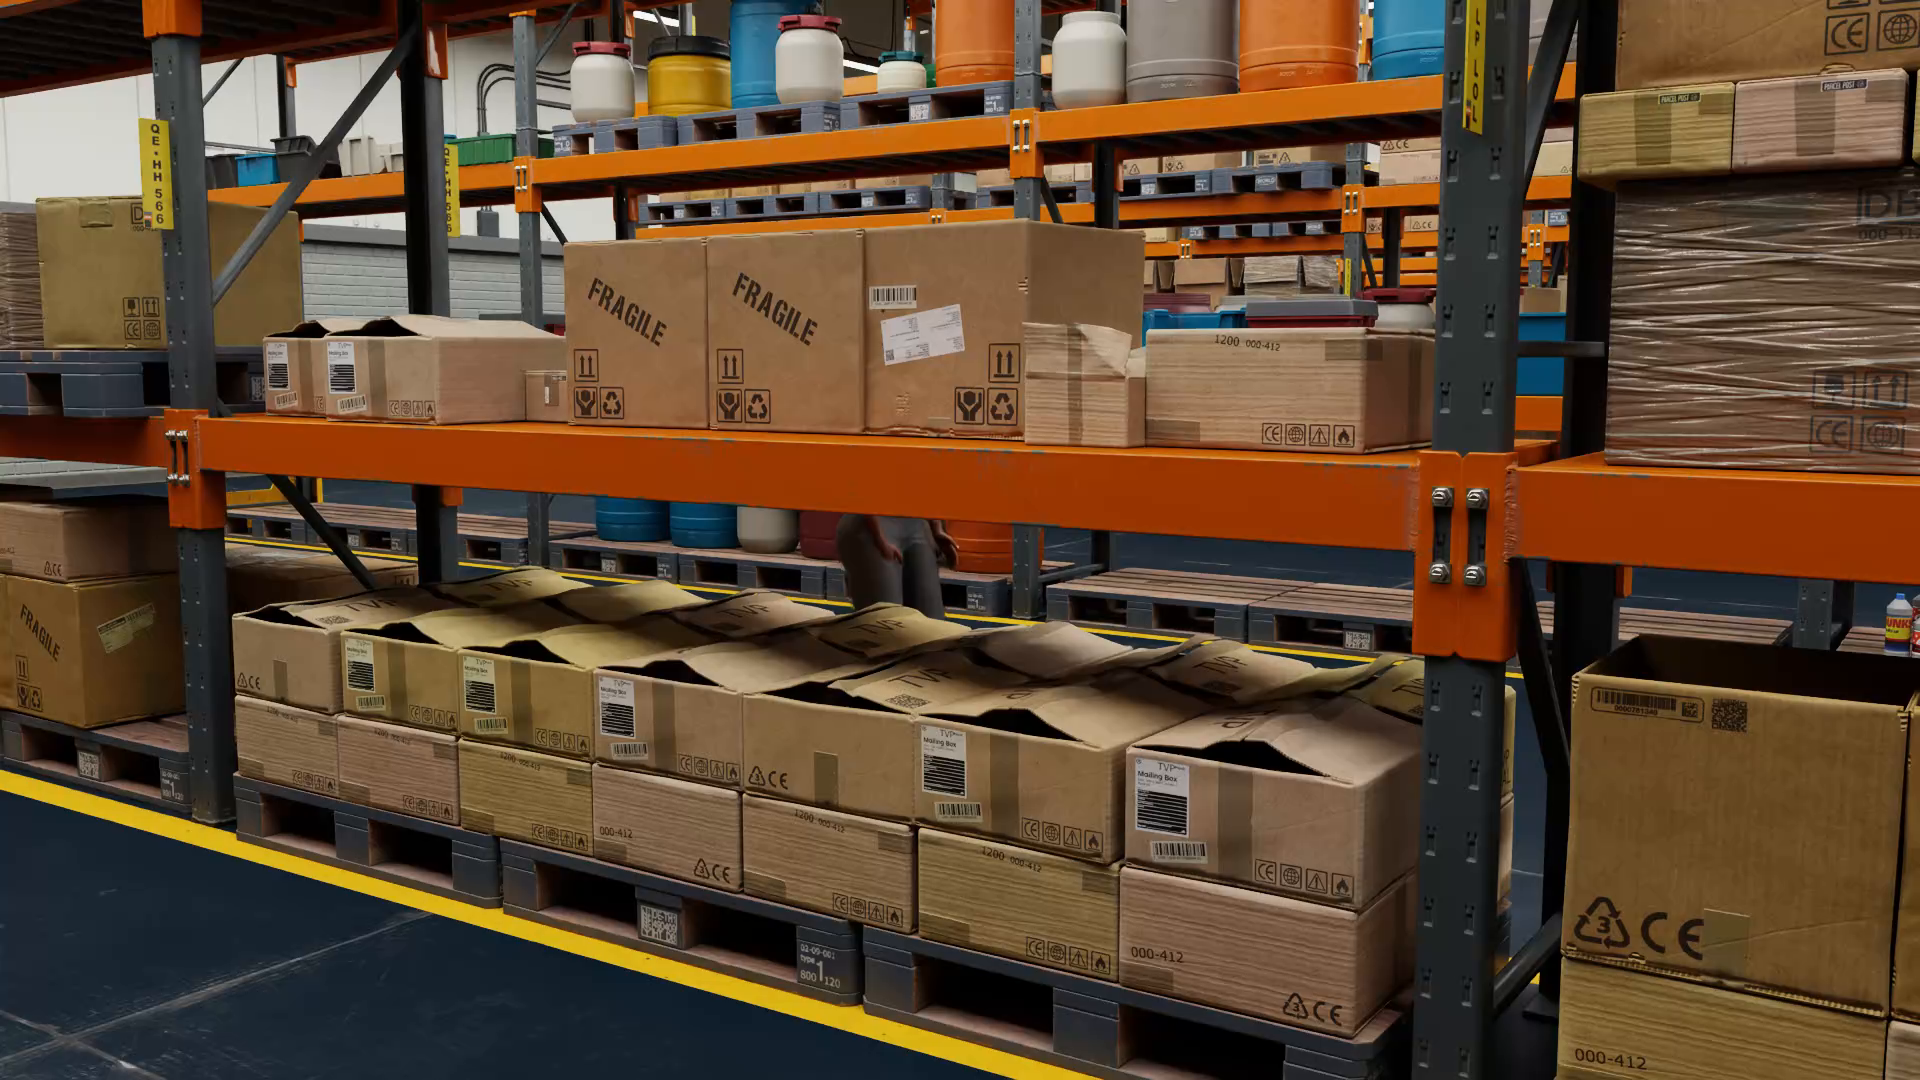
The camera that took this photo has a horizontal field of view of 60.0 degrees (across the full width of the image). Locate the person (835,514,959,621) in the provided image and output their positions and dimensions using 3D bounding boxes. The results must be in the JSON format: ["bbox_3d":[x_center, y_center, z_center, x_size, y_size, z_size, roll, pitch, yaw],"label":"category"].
[{"bbox_3d":[-0.241,0.006,6.217,0.361,1.618,0.454,5,8,35],"label":"person"}]
